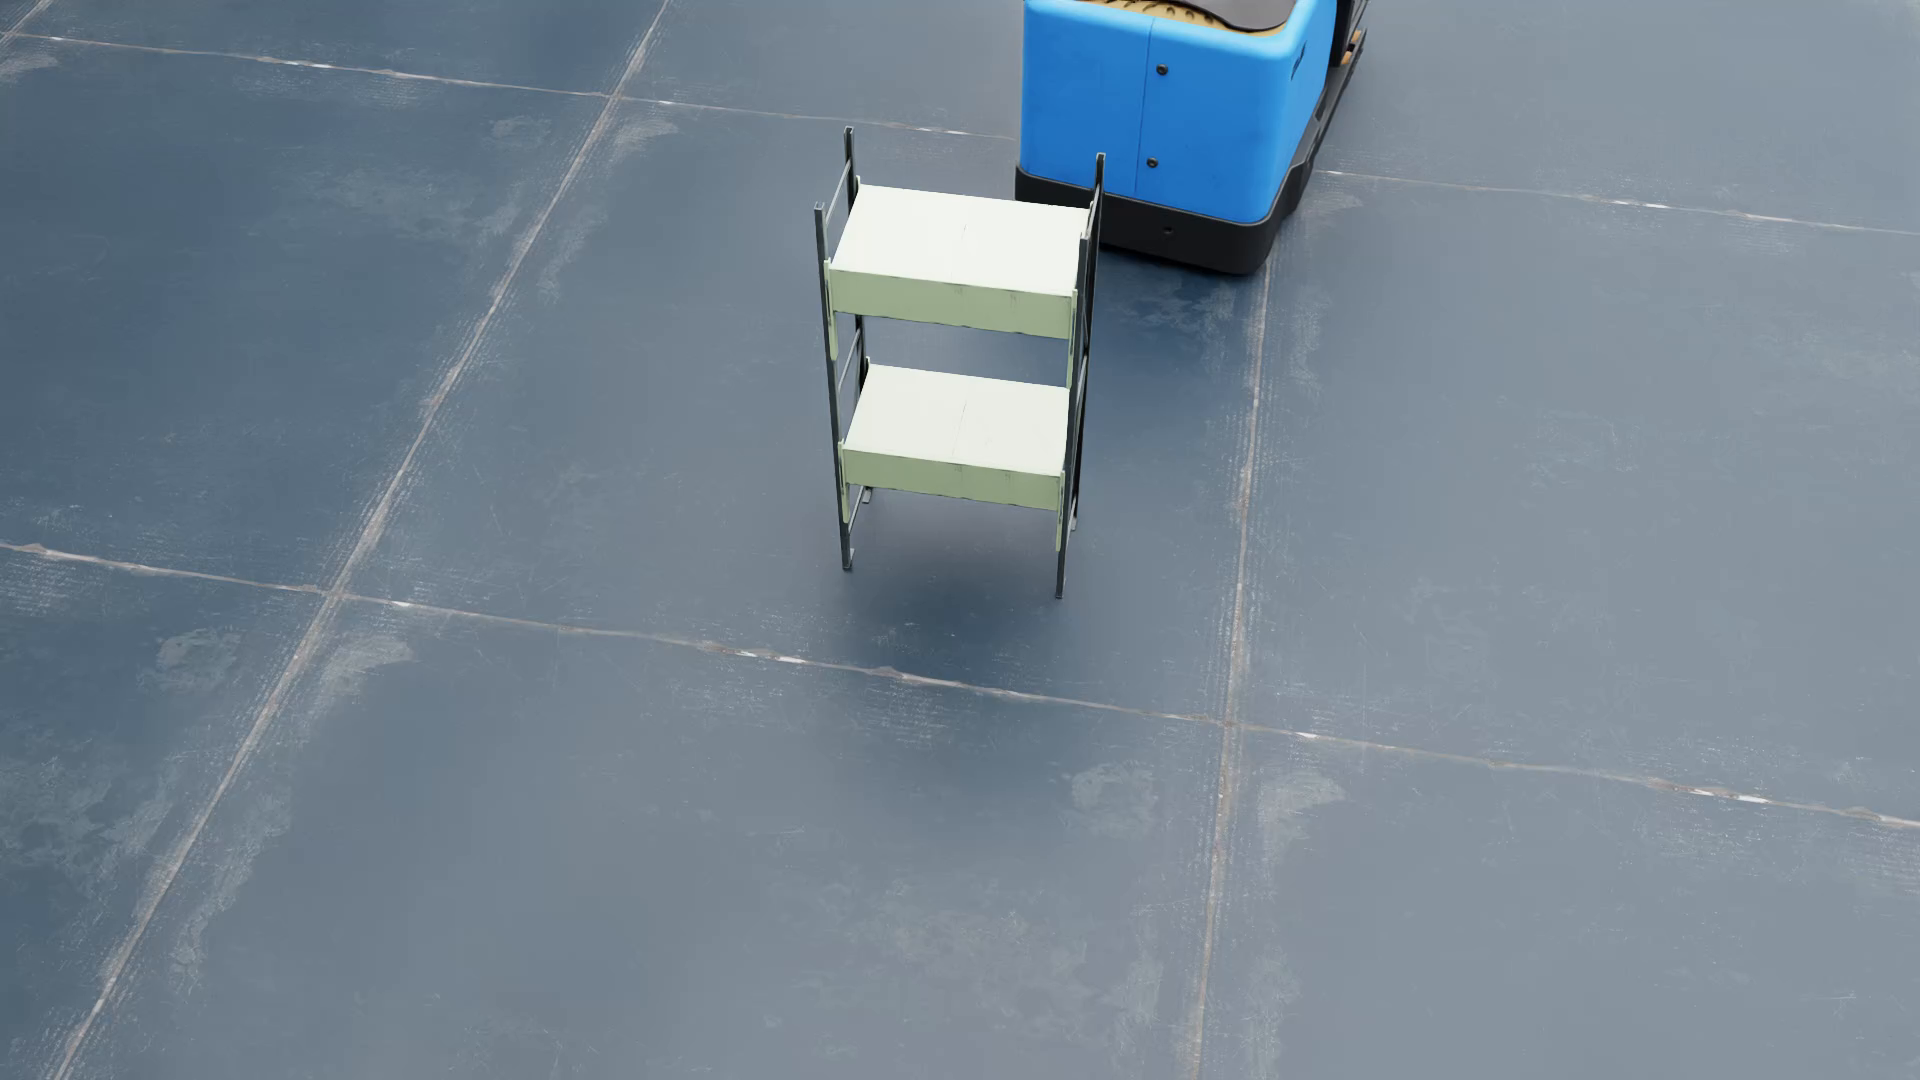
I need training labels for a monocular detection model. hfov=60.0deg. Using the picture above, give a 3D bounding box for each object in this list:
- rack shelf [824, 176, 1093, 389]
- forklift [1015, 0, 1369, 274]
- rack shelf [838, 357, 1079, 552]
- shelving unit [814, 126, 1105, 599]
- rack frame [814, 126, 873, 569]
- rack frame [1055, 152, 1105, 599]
[{"bbox_3d":[0.007,-0.761,4.901,0.720,0.370,0.431,8,49,7],"label":"rack shelf"},{"bbox_3d":[1.236,-3.153,6.612,1.130,2.935,3.031,16,50,14],"label":"forklift"},{"bbox_3d":[0.007,-0.283,5.434,0.720,0.370,0.431,8,49,7],"label":"rack shelf"},{"bbox_3d":[0.007,-0.500,5.191,0.755,1.500,0.431,8,49,7],"label":"shelving unit"},{"bbox_3d":[-0.354,-0.549,5.235,0.023,1.500,0.400,8,49,7],"label":"rack frame"},{"bbox_3d":[0.367,-0.452,5.148,0.023,1.500,0.400,8,49,7],"label":"rack frame"}]
